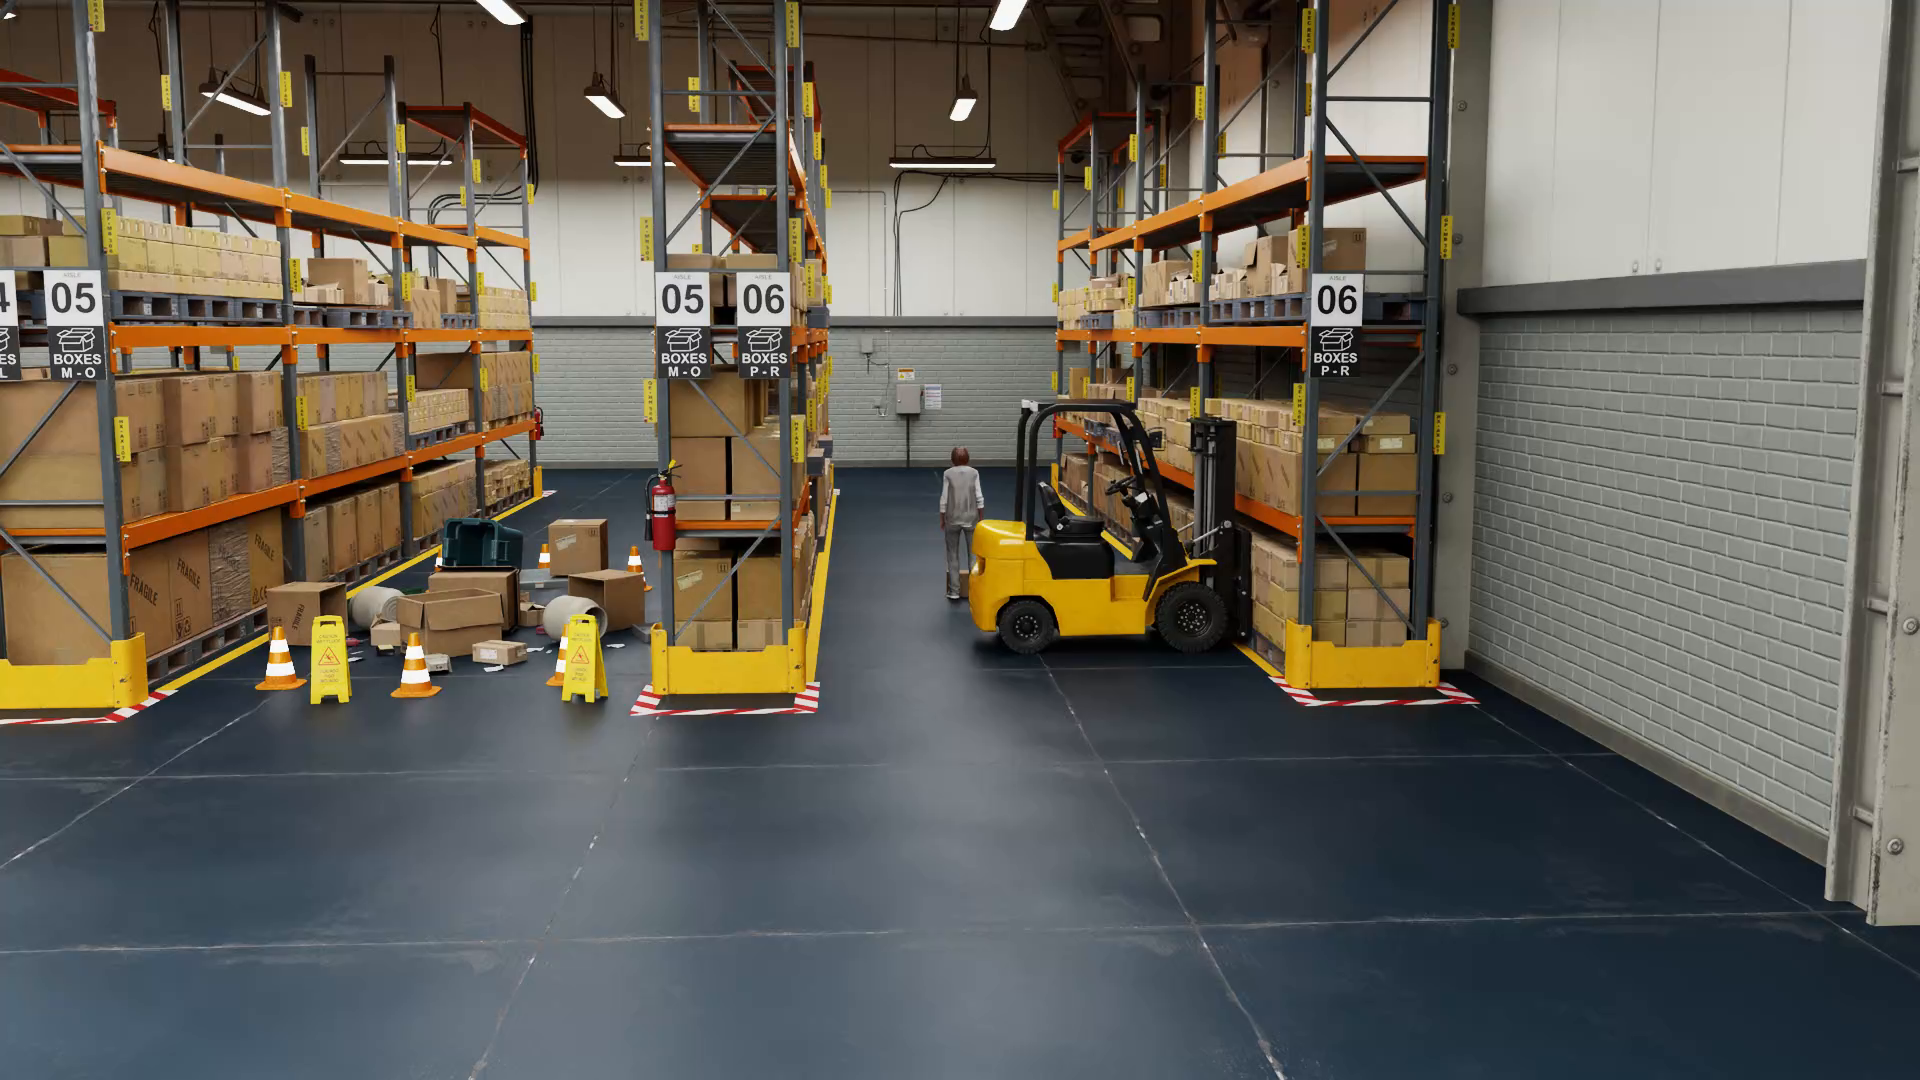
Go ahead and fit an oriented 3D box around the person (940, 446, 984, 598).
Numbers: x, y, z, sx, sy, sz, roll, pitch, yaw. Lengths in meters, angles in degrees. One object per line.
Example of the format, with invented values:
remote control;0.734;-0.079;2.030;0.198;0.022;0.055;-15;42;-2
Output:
person;0.019;-0.173;17.244;0.463;1.582;0.364;0;7;-4
